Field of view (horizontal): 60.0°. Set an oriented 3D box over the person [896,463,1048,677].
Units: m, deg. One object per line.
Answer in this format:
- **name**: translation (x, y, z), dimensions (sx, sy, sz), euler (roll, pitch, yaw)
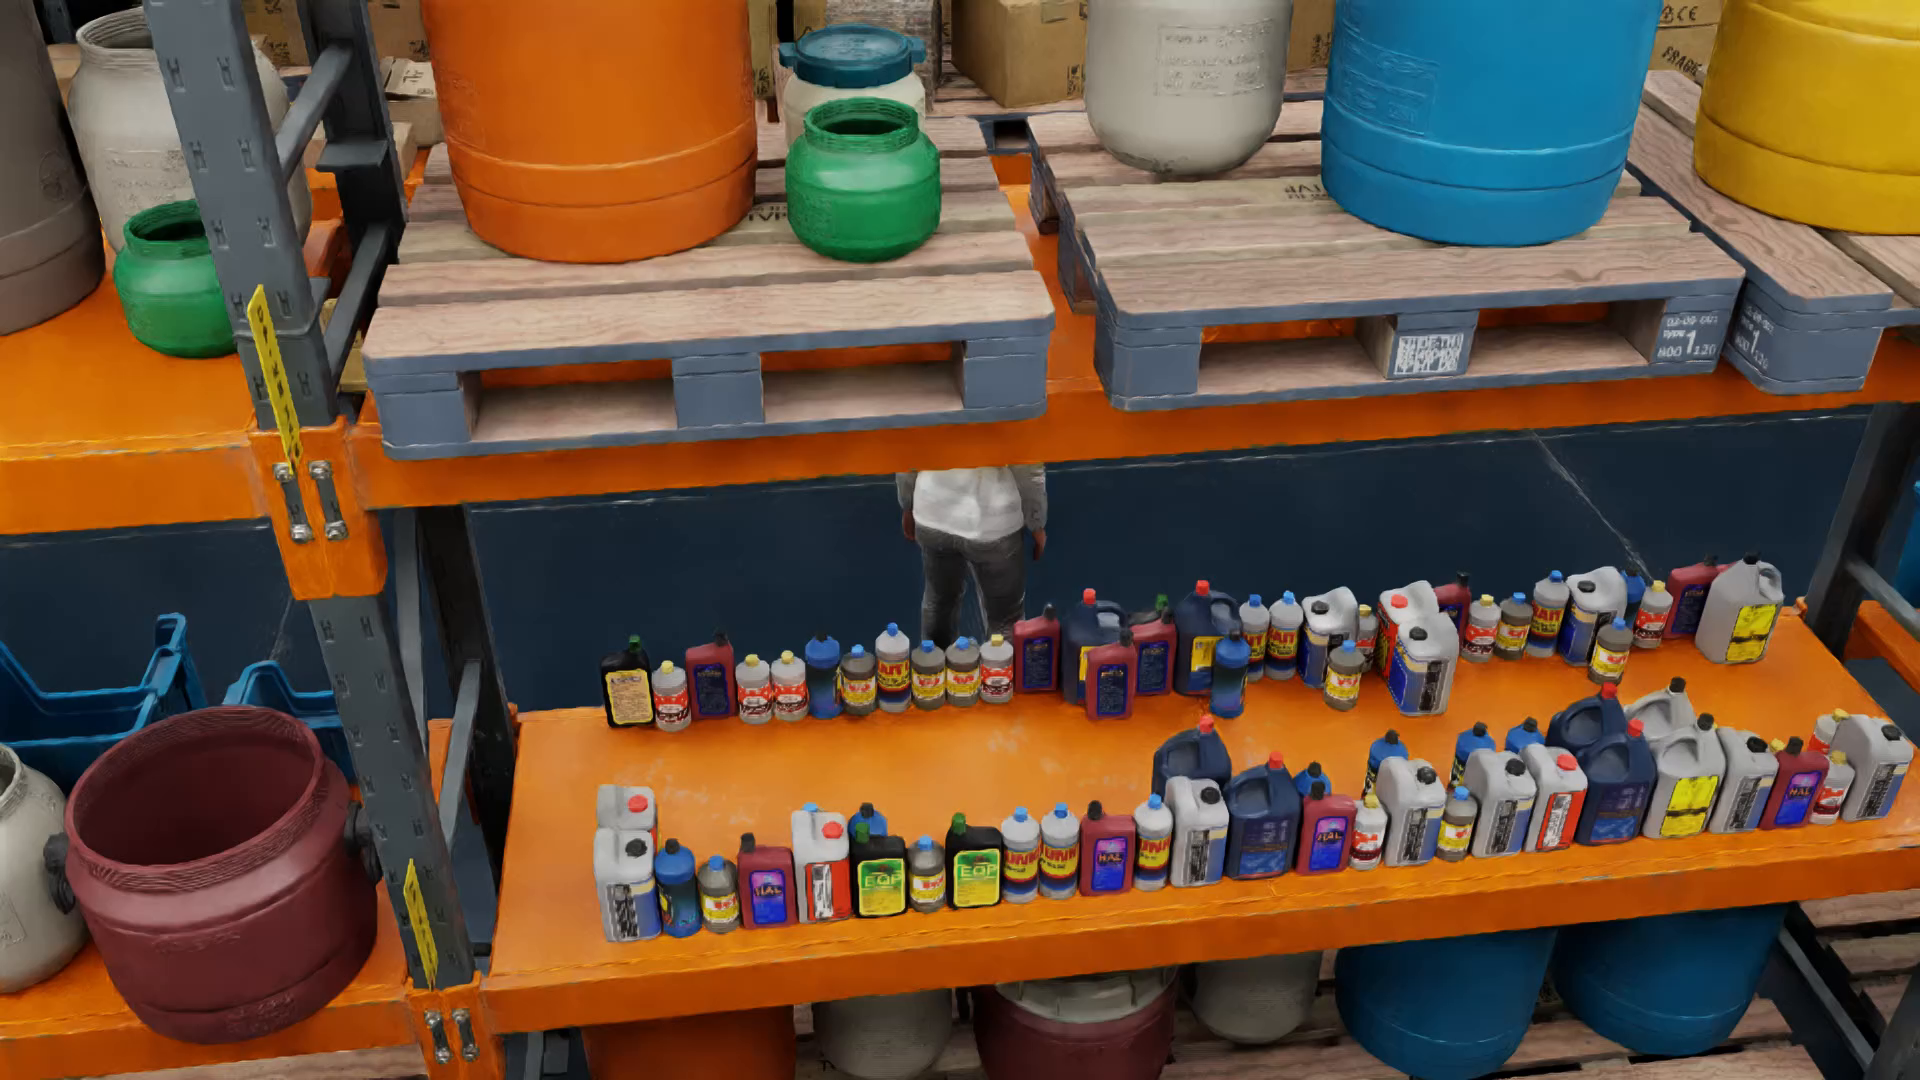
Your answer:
- **person**: translation (0.080, -0.116, 6.266), dimensions (0.571, 1.776, 0.491), euler (16, 38, 21)
